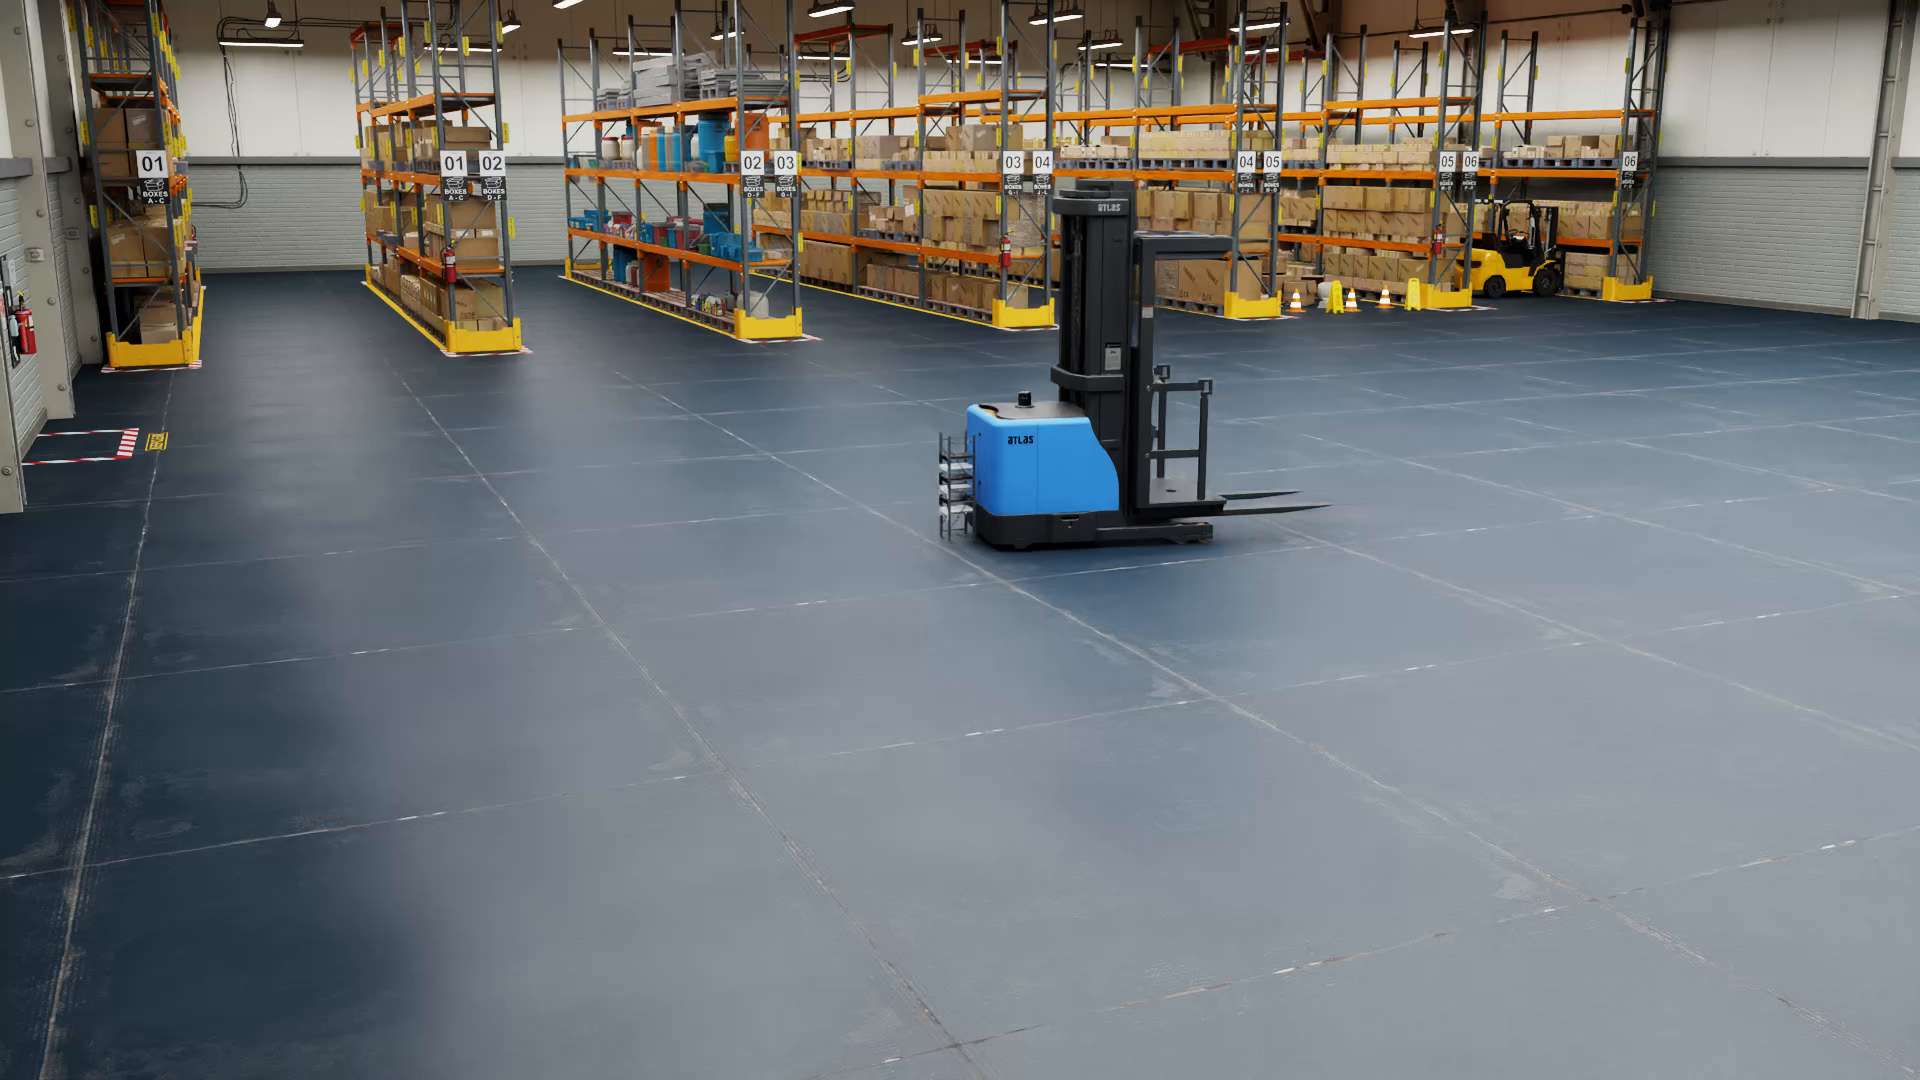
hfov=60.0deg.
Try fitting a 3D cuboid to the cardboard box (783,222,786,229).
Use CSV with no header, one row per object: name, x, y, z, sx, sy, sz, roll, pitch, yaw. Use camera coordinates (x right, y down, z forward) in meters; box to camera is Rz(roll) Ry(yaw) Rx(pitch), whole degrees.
cardboard box,-4.312,-8.045,42.534,0.380,0.149,0.250,-5,14,-22

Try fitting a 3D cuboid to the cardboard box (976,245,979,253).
cardboard box,0.528,-5.620,32.058,0.380,0.149,0.250,-6,14,-23

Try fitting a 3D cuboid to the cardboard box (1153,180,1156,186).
cardboard box,5.494,-9.862,45.949,0.380,0.149,0.250,-5,14,-22

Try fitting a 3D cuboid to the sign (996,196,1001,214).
sign,0.710,-6.167,30.596,0.100,0.325,0.005,-6,14,-23

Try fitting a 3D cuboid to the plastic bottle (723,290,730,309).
plastic bottle,-4.524,-4.678,32.329,0.144,0.351,0.185,-6,14,-23

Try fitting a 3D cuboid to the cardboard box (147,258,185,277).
cardboard box,-12.294,-4.219,25.736,0.500,0.250,0.500,-6,14,-25

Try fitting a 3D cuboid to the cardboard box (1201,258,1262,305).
cardboard box,5.479,-5.226,33.578,0.875,0.875,0.875,-6,14,-23

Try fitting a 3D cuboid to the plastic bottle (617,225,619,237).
plastic bottle,-7.797,-7.069,38.045,0.097,0.271,0.097,0,13,0

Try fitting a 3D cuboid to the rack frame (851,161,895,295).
rack frame,-1.978,-7.148,38.102,1.000,3.000,0.127,-6,14,-23

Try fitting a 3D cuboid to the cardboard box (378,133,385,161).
cardboard box,-12.524,-8.733,36.924,0.600,0.600,0.600,-7,15,-28

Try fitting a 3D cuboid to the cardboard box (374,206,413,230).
cardboard box,-12.674,-7.216,37.242,0.700,0.500,0.500,-12,18,-42

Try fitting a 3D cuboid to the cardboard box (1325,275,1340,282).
cardboard box,8.693,-5.936,38.030,0.500,0.250,0.500,-6,14,-26

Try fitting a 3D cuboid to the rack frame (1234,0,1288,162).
rack frame,5.812,-8.845,32.130,1.000,3.000,0.127,-6,14,-23

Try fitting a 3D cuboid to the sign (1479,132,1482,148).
sign,10.804,-8.327,34.604,0.100,0.325,0.005,-6,14,-23

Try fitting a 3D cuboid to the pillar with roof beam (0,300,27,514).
pillar with roof beam,-4.711,-5.052,15.741,9.100,9.000,0.400,-6,14,-23

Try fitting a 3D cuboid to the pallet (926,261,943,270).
pallet,-0.274,-7.683,46.597,1.003,0.211,1.213,-6,14,-23

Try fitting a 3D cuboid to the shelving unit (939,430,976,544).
shelving unit,-0.020,-0.440,13.774,0.258,0.900,0.210,-5,14,-19

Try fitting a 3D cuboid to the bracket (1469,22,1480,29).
bracket,12.838,-12.863,41.507,0.235,0.232,0.430,-6,14,-23

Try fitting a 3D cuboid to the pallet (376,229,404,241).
pallet,-12.439,-6.812,37.076,1.003,0.211,1.213,-6,14,-23

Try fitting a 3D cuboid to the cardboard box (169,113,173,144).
cardboard box,-13.312,-6.795,27.439,0.500,0.500,0.500,-5,14,-20

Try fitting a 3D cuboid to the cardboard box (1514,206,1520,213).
cardboard box,13.373,-7.836,39.416,0.380,0.149,0.250,-6,14,-23

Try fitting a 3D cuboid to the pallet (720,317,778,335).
pallet,-3.706,-3.869,30.119,1.003,0.211,1.213,-6,14,-23

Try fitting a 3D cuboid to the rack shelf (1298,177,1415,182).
rack shelf,10.847,-10.016,45.439,1.077,0.370,4.000,-6,14,-23

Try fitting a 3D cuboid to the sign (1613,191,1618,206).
sign,14.350,-7.473,36.412,0.100,0.325,0.005,-6,14,-23

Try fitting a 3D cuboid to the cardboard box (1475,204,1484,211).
cardboard box,12.791,-8.133,40.697,0.380,0.149,0.250,-6,14,-24

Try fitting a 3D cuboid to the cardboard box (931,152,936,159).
cardboard box,-0.359,-7.760,33.544,0.380,0.149,0.250,-6,14,-26

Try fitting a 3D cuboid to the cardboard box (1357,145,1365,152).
cardboard box,8.986,-8.640,36.684,0.380,0.149,0.250,-6,14,-25

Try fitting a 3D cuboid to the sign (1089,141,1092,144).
sign,3.119,-9.375,39.752,0.100,0.325,0.005,-6,14,-23

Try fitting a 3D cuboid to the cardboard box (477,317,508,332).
cardboard box,-7.863,-3.597,27.927,0.500,0.250,0.500,-6,14,-23

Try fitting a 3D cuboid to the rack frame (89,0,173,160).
rack frame,-13.992,-7.902,28.056,1.000,3.000,0.127,-6,14,-23

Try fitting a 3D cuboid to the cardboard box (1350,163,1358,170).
cardboard box,8.923,-8.314,37.043,0.380,0.149,0.250,-5,14,-21

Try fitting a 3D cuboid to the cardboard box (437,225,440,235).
cardboard box,-8.803,-5.348,28.664,0.380,0.149,0.250,-6,14,-24

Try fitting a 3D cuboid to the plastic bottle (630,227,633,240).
plastic bottle,-7.269,-6.796,36.868,0.097,0.271,0.097,0,13,0

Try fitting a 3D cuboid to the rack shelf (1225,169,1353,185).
rack shelf,7.903,-8.741,39.927,1.077,0.370,4.000,-6,14,-23

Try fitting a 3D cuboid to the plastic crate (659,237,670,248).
plastic crate,-5.870,-6.105,34.067,0.450,0.188,0.662,-6,14,-23

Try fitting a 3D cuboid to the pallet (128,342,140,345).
pallet,-12.713,-2.981,26.283,1.003,0.211,1.213,-6,14,-23

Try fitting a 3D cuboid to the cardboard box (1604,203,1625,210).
cardboard box,14.517,-7.404,36.889,0.380,0.149,0.250,-6,14,-23

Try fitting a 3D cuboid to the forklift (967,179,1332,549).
forklift,1.619,-1.506,13.875,3.031,2.935,1.130,-3,13,-13

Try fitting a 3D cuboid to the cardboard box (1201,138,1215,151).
cardboard box,5.160,-7.888,33.168,0.500,0.250,0.500,-6,14,-23

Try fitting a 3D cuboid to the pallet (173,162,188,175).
pallet,-14.141,-6.487,29.008,1.213,0.211,1.003,-6,14,-23

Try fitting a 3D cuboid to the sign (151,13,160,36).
sign,-11.892,-7.618,24.583,0.100,0.325,0.005,-6,14,-23

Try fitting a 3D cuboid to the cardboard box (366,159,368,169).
cardboard box,-13.692,-8.856,39.161,0.500,0.250,0.500,-6,14,-23

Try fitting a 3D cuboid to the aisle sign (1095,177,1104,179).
aisle sign,4.153,-11.005,49.003,0.394,0.787,0.004,-6,14,-23

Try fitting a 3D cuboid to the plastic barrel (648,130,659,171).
plastic barrel,-6.124,-8.047,34.381,0.600,0.830,0.708,-6,14,-23

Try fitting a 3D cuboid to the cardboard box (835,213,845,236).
cardboard box,-2.597,-7.380,38.882,0.500,0.500,0.500,-6,14,-23

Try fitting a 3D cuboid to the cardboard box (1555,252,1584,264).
cardboard box,13.962,-6.467,38.108,0.500,0.250,0.500,-5,14,-22

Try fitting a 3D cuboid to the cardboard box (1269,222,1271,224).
cardboard box,7.665,-7.703,40.127,0.380,0.149,0.250,-5,14,-21

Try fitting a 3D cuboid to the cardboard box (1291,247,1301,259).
cardboard box,9.998,-8.371,48.419,0.500,0.311,0.500,-5,14,-21

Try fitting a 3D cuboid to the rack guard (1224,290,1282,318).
rack guard,5.821,-4.700,33.067,1.175,0.500,0.348,-6,14,-23

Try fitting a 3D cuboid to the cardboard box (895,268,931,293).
cardboard box,-1.000,-5.663,36.253,0.700,0.500,0.500,-7,15,-28

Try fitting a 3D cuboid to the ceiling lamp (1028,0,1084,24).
ceiling lamp,2.203,-12.309,34.153,0.800,3.185,2.000,-6,14,-23

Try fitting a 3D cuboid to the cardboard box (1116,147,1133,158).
cardboard box,3.780,-8.522,36.565,0.500,0.250,0.500,-5,14,-22

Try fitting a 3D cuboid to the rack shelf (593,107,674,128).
rack shelf,-7.317,-9.491,37.405,1.077,0.370,4.000,-6,14,-23

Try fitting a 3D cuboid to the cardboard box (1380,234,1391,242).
cardboard box,9.384,-6.584,36.222,0.380,0.149,0.250,-6,14,-24

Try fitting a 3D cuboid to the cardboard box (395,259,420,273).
cardboard box,-11.673,-5.799,35.179,0.500,0.250,0.500,-5,14,-21
